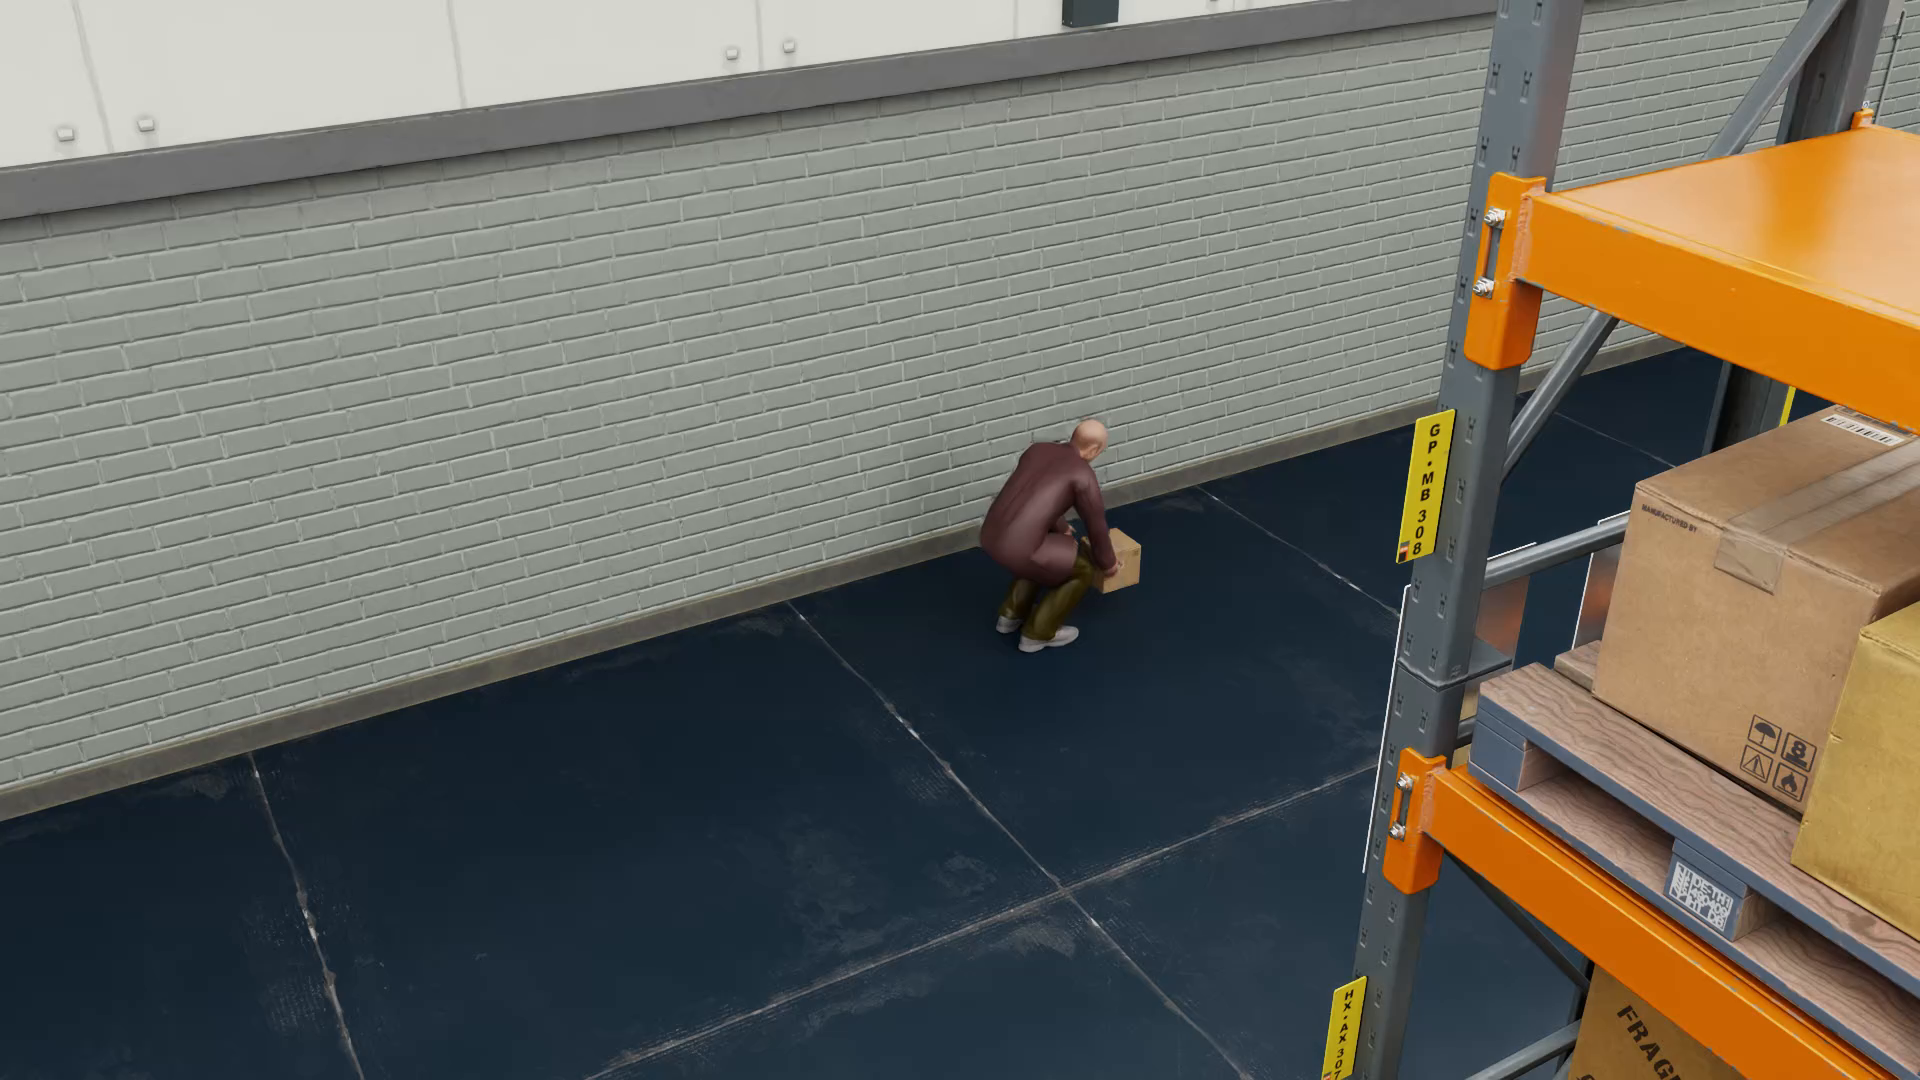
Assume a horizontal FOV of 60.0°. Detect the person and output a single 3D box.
[{"bbox_3d":[0.475,-0.032,9.226,0.808,1.222,0.620,-16,32,-26],"label":"person"}]
